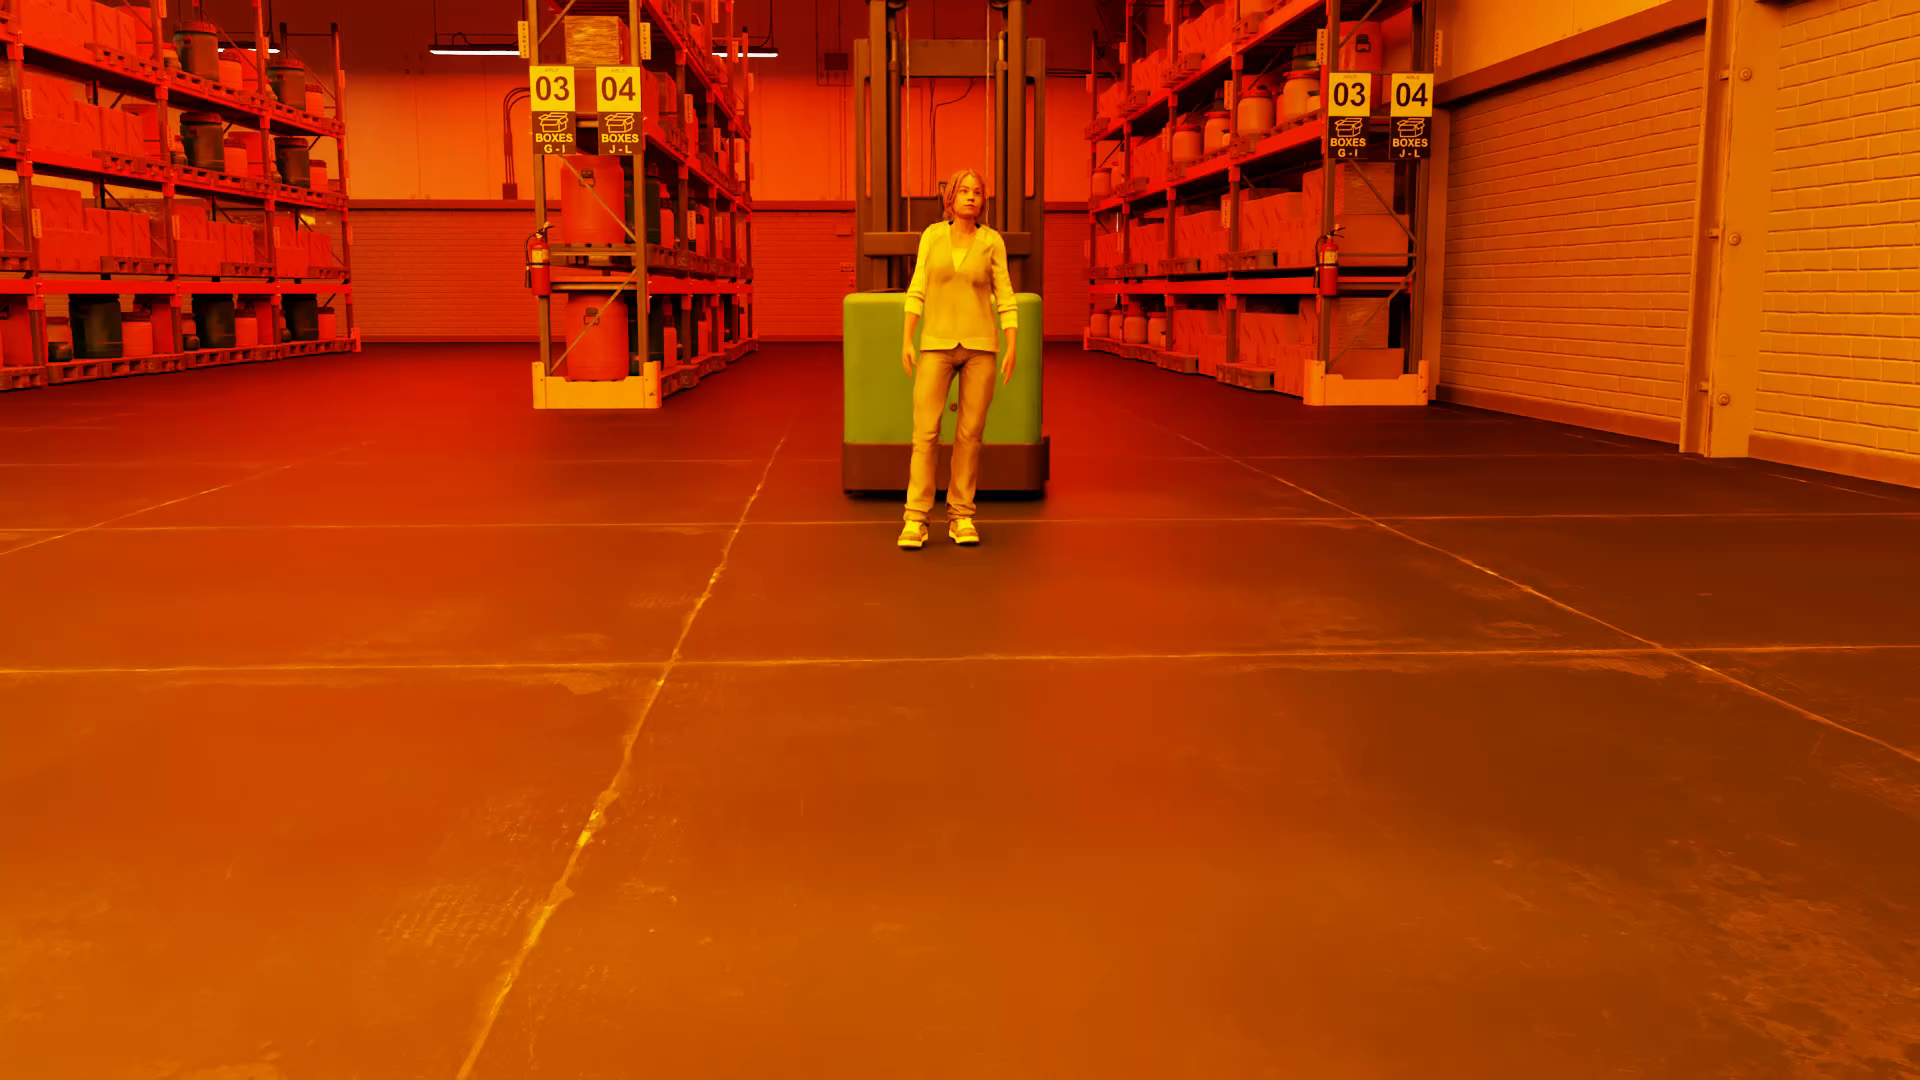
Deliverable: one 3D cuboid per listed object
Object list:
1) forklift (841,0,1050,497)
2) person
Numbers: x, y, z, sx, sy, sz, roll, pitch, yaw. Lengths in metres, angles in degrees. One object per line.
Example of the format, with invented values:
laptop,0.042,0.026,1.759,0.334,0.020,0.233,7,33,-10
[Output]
forklift,-0.051,-1.856,9.830,1.130,2.935,3.031,0,8,1
person,-0.004,-0.781,7.106,0.506,1.598,0.489,0,8,2
